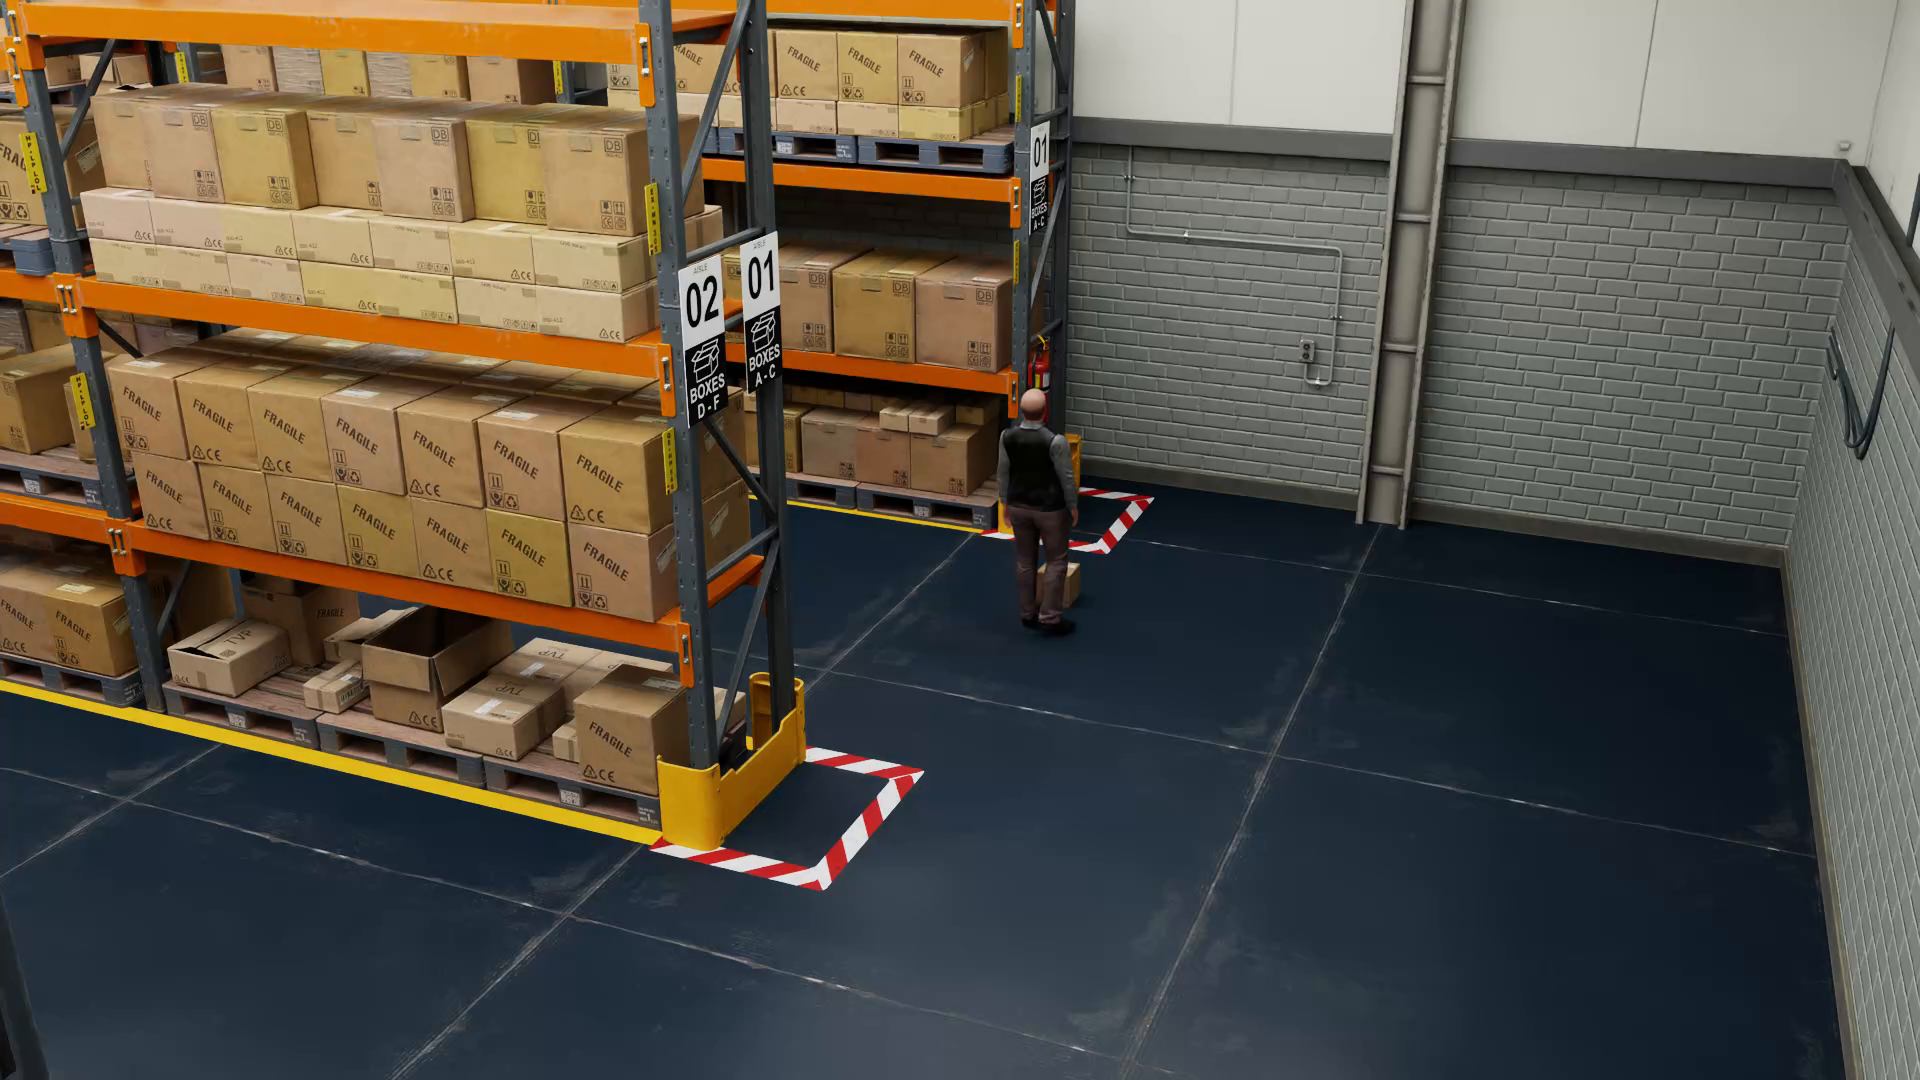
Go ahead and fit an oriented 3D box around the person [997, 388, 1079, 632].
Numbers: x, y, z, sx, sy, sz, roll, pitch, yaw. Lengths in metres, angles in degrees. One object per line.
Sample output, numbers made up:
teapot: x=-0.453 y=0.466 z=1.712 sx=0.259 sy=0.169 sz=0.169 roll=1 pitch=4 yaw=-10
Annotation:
person: x=0.548 y=-0.211 z=11.447 sx=0.566 sy=1.745 sz=0.405 roll=11 pitch=25 yaw=25
